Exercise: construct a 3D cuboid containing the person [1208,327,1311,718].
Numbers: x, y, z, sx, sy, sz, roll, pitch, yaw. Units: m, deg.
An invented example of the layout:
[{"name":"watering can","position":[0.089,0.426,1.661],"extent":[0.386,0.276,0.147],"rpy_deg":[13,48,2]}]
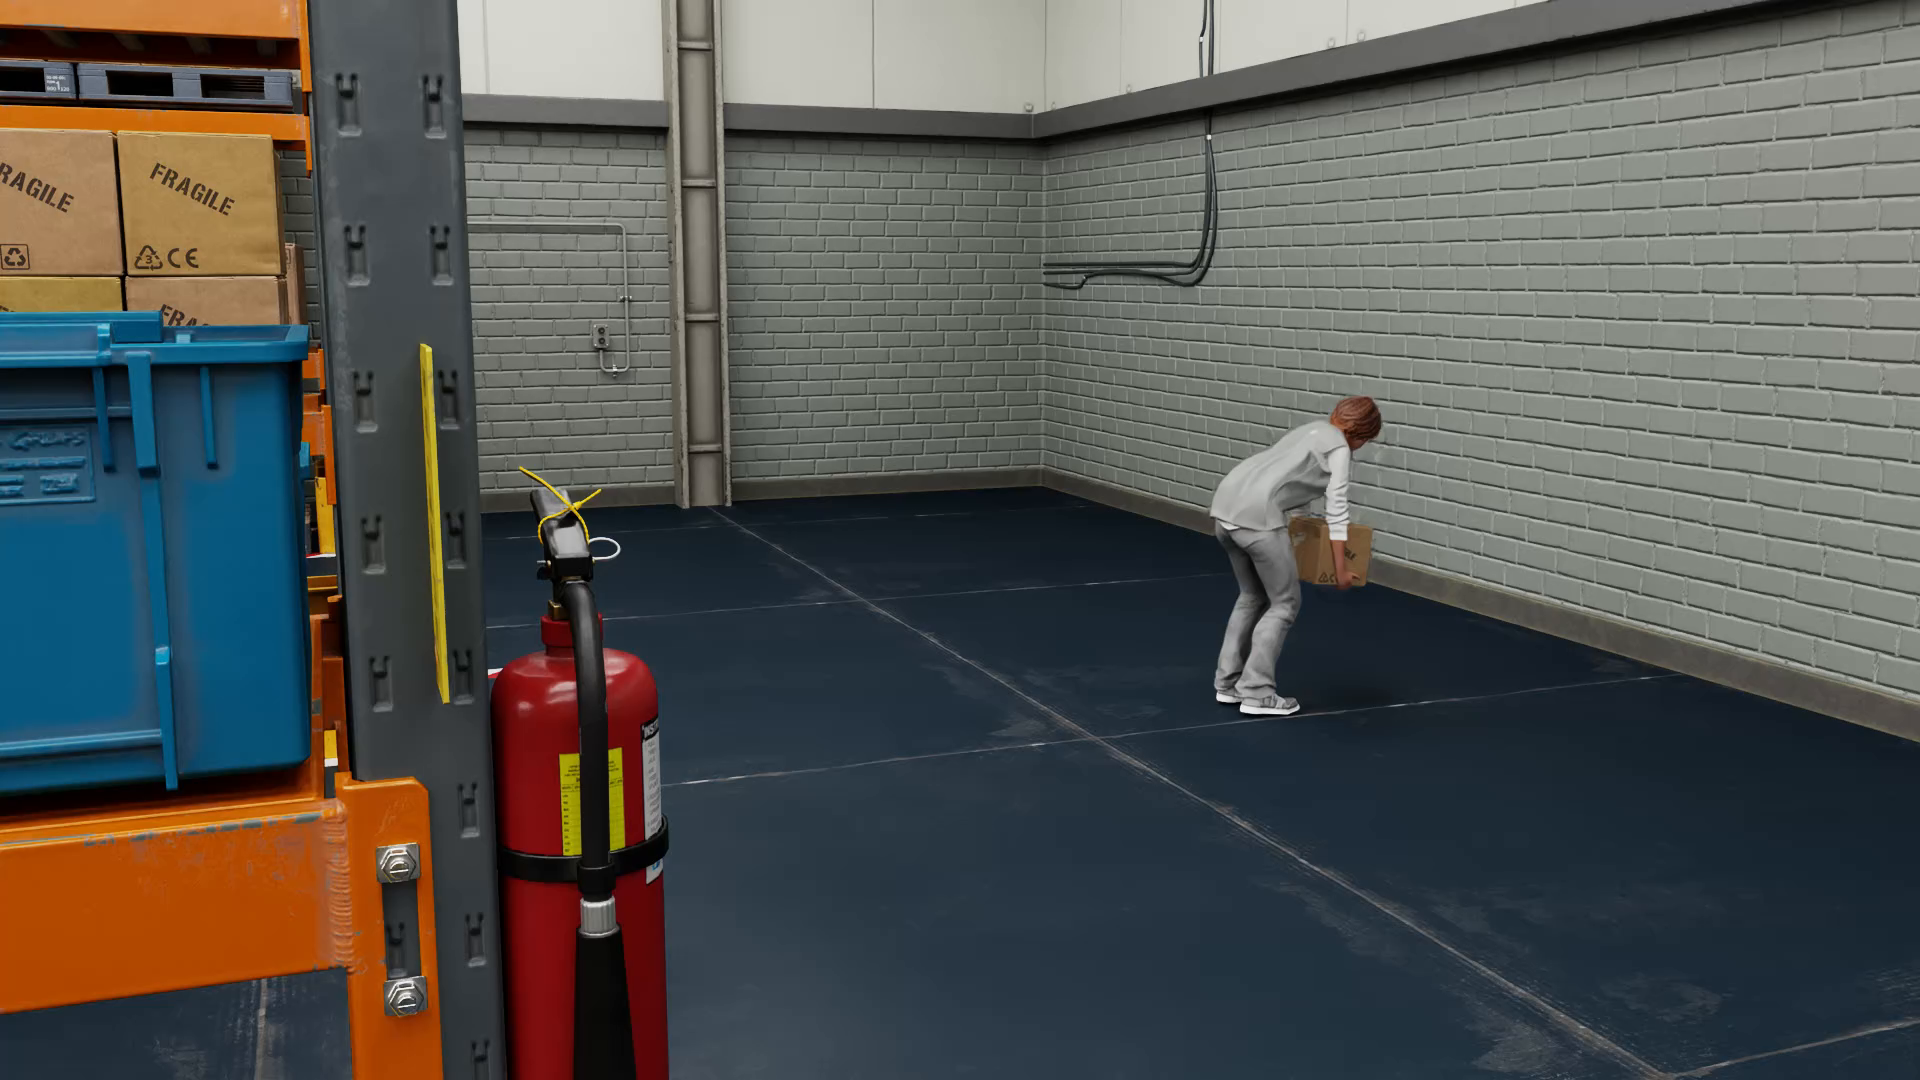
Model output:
[{"name":"person","position":[1.223,-0.080,6.901],"extent":[0.347,1.592,0.483],"rpy_deg":[-4,10,-24]}]
